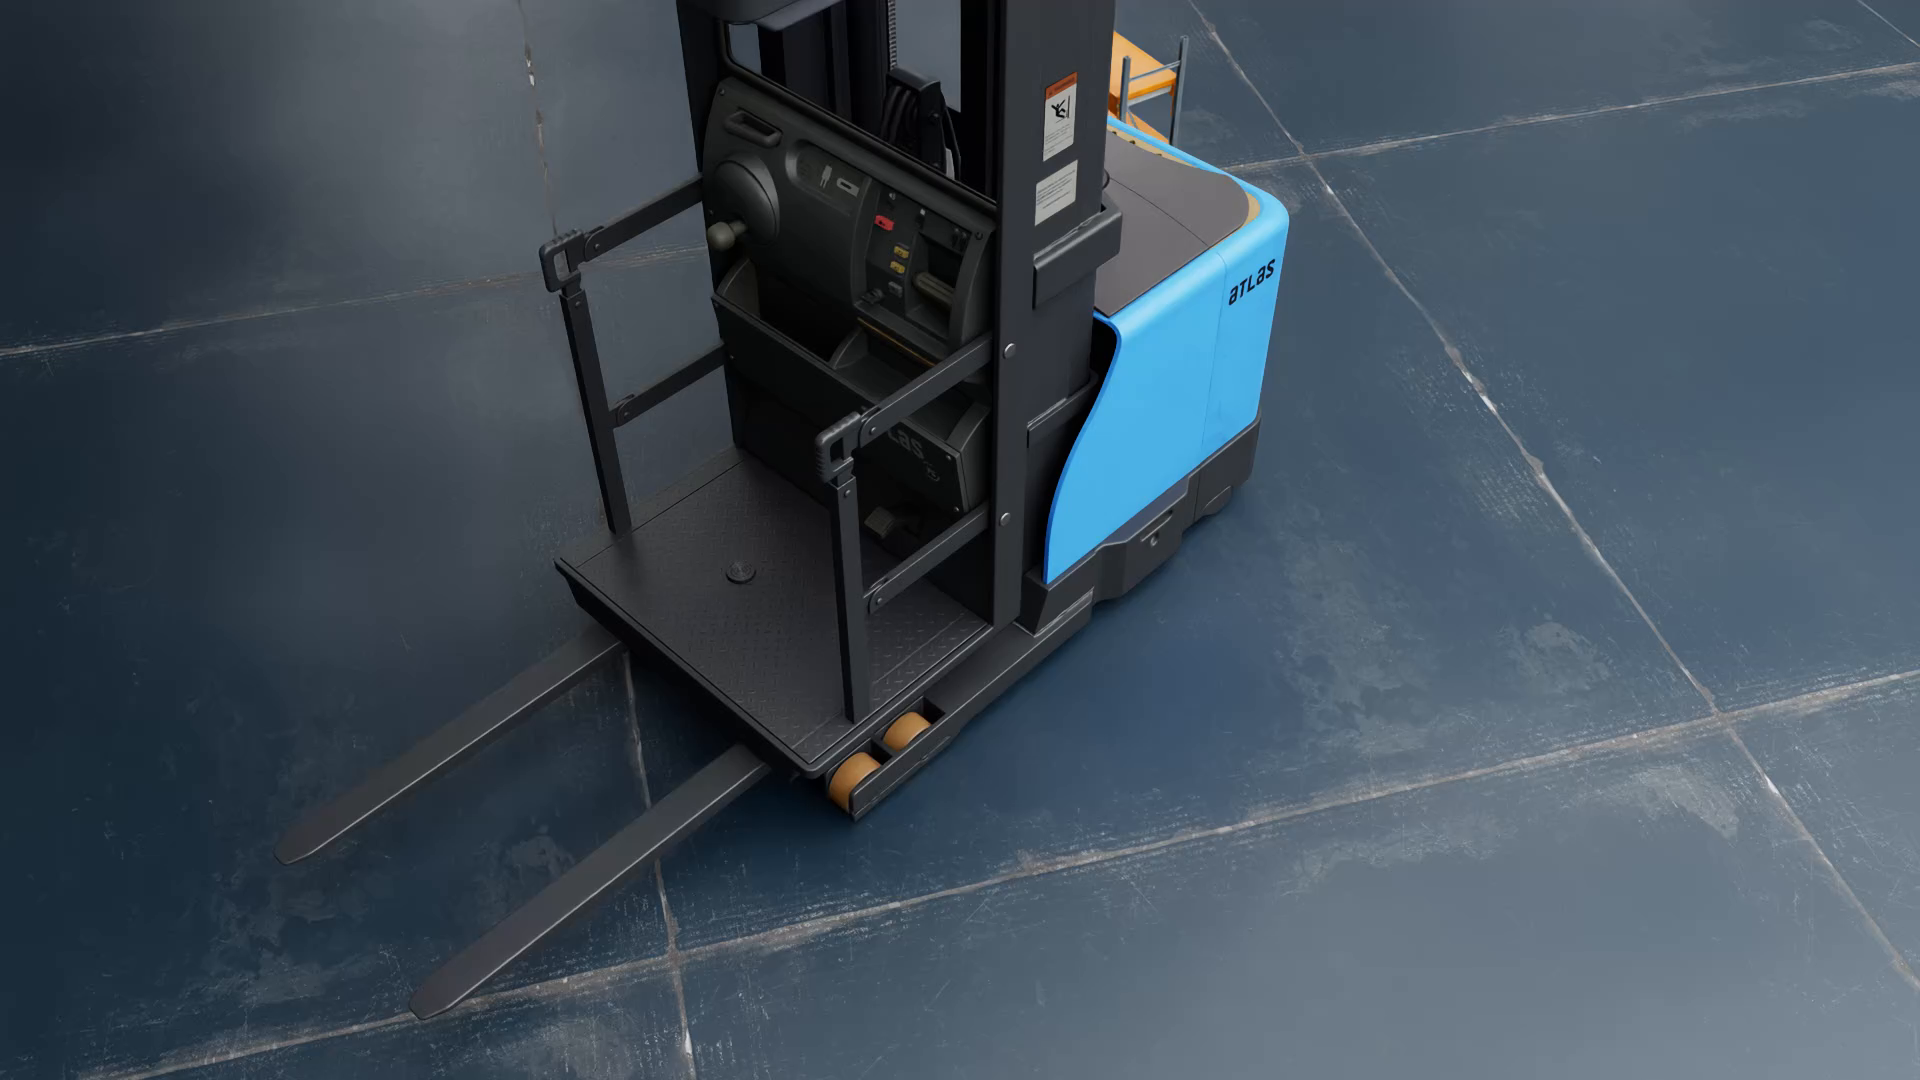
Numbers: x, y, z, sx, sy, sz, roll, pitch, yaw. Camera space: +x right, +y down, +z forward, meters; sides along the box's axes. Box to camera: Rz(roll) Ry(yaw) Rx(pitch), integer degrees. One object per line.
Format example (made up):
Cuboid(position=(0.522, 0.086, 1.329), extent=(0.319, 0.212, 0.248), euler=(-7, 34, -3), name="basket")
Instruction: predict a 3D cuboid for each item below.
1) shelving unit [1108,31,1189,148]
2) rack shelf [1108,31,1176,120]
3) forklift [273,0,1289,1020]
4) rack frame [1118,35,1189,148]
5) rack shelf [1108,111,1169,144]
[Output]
Cuboid(position=(0.456, -1.216, 5.600), extent=(0.258, 1.200, 0.503), euler=(-25, 51, -23), name="shelving unit")
Cuboid(position=(0.458, -1.492, 5.321), extent=(0.258, 0.148, 0.480), euler=(-25, 51, -23), name="rack shelf")
Cuboid(position=(-0.437, -0.702, 3.885), extent=(1.130, 2.935, 3.031), euler=(35, 55, 29), name="forklift")
Cuboid(position=(0.590, -1.070, 5.457), extent=(0.240, 1.200, 0.015), euler=(-25, 51, -23), name="rack frame")
Cuboid(position=(0.457, -1.326, 5.489), extent=(0.258, 0.148, 0.480), euler=(-25, 51, -23), name="rack shelf")
